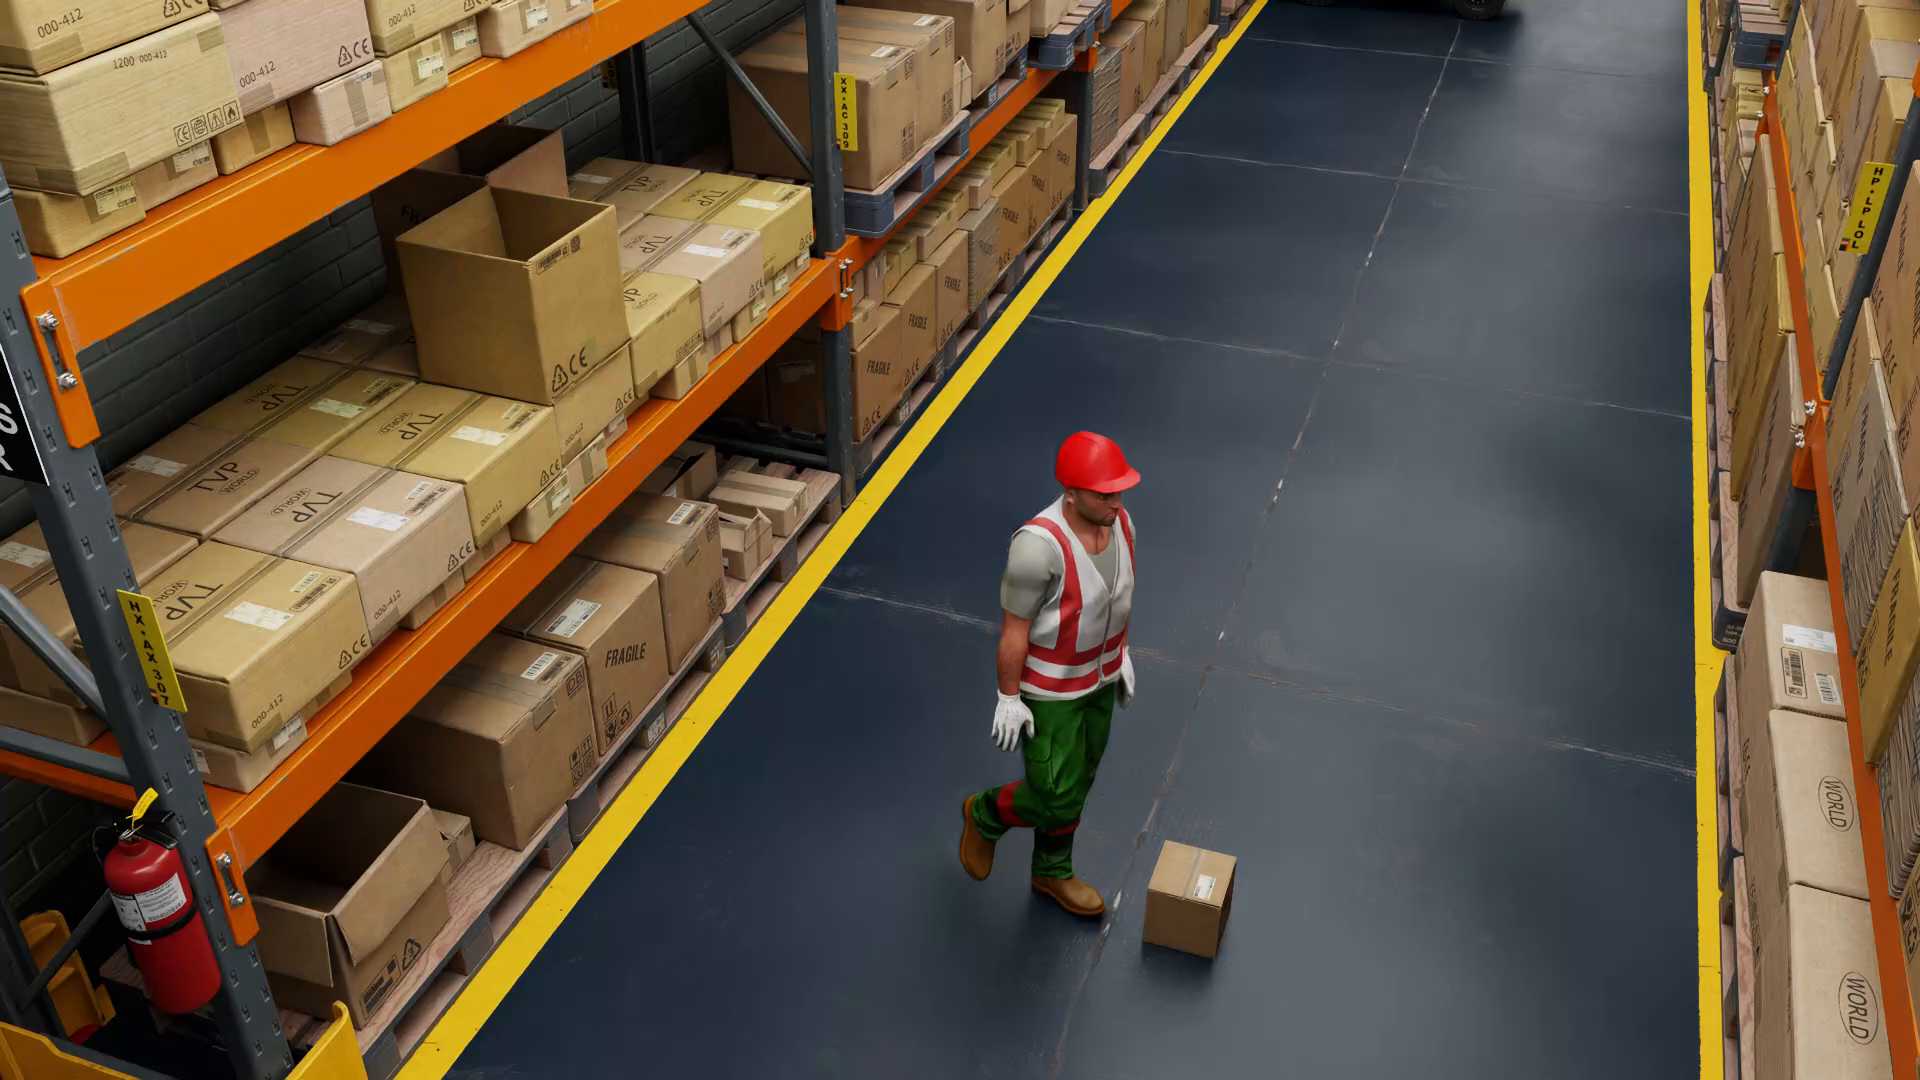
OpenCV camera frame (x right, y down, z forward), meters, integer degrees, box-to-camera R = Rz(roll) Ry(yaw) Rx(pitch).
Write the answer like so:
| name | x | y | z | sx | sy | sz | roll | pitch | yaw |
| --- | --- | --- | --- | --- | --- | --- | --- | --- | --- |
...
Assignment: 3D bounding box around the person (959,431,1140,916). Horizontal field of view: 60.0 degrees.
| name | x | y | z | sx | sy | sz | roll | pitch | yaw |
| --- | --- | --- | --- | --- | --- | --- | --- | --- | --- |
| person | 0.315 | 0.440 | 5.400 | 0.532 | 1.788 | 0.610 | 28 | 42 | 36 |
